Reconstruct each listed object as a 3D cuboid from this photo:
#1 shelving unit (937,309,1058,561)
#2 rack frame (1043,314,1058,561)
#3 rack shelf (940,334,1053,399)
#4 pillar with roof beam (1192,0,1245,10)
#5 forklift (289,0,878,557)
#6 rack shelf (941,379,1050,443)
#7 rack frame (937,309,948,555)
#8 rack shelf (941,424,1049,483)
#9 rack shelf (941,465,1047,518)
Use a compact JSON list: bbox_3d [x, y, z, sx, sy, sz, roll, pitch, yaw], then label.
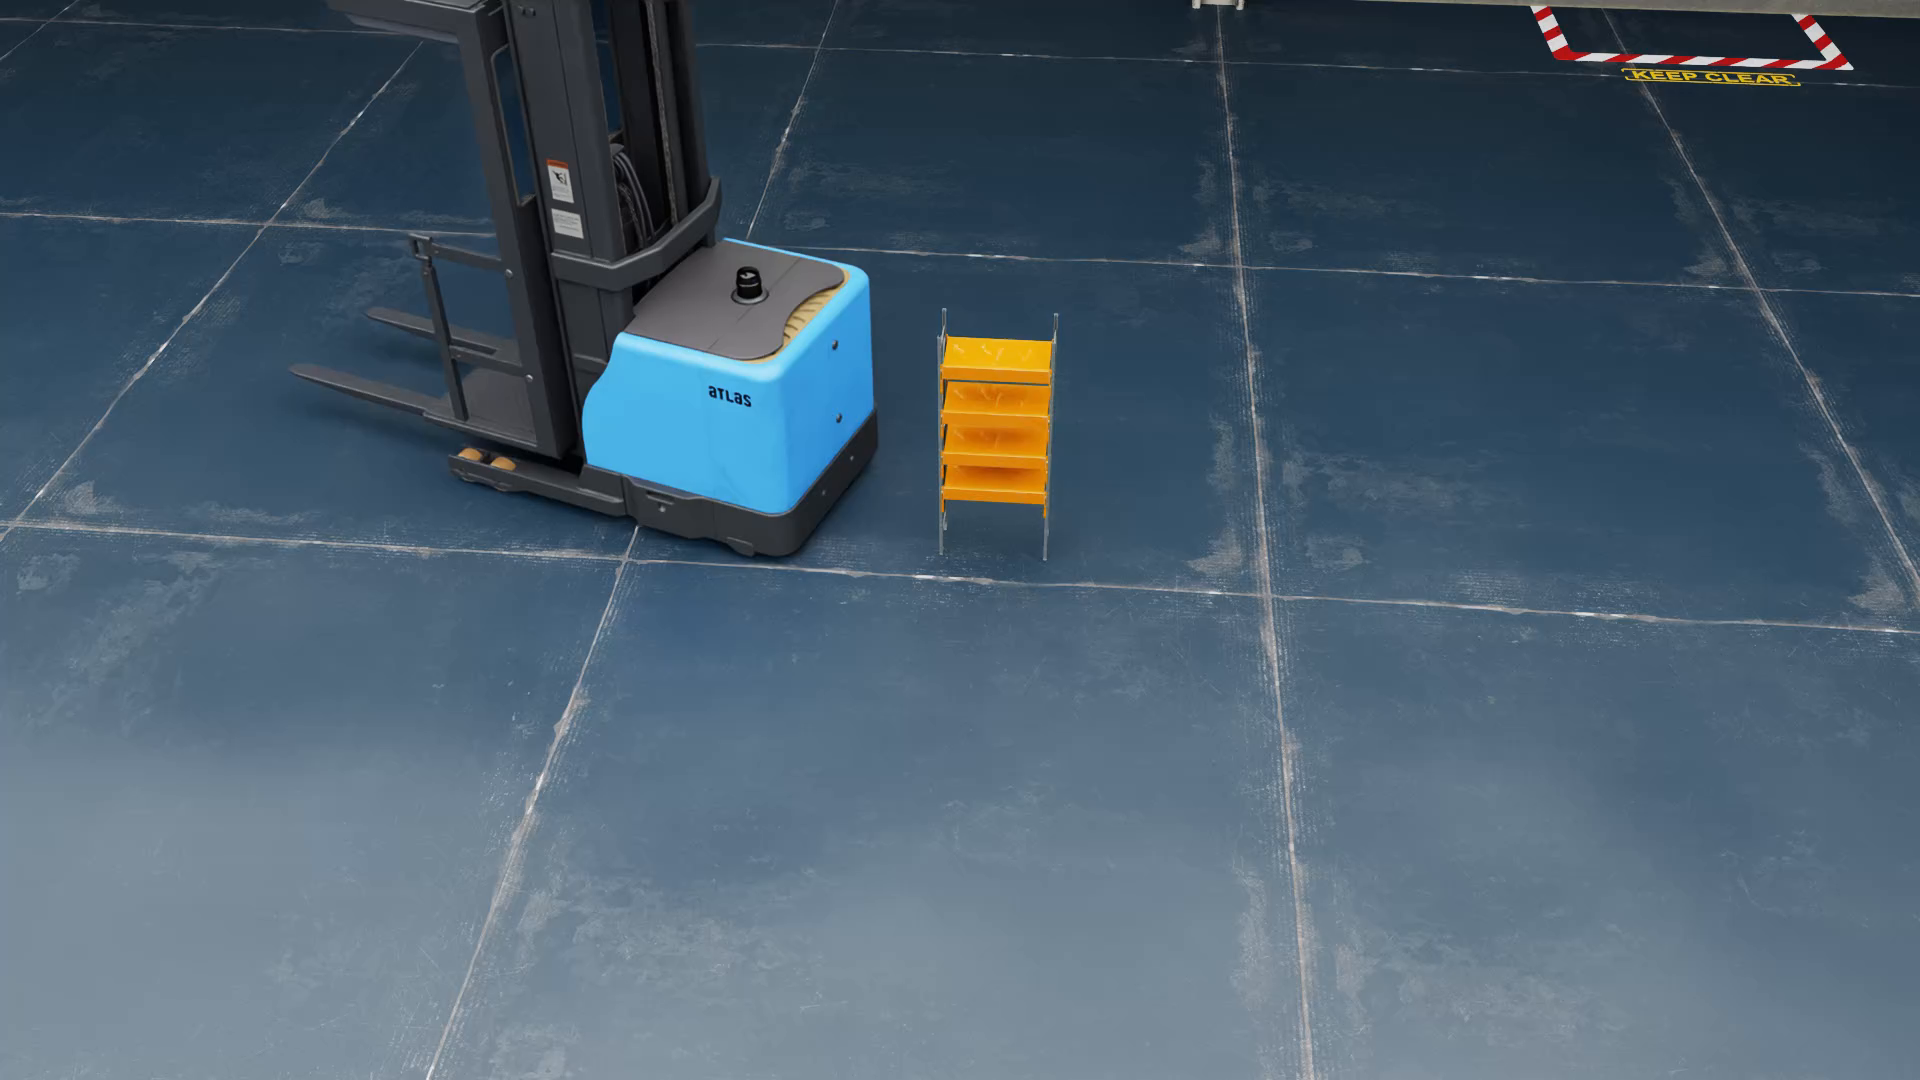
[{"bbox_3d":[0.165,-0.456,7.531,0.503,1.200,0.258,3,39,4],"label":"shelving unit"},{"bbox_3d":[0.408,-0.443,7.514,0.015,1.200,0.240,3,39,4],"label":"rack frame"},{"bbox_3d":[0.165,-0.761,7.283,0.480,0.148,0.258,3,39,4],"label":"rack shelf"},{"bbox_3d":[1.665,-5.045,6.990,0.400,9.000,9.100,3,39,4],"label":"pillar with roof beam"},{"bbox_3d":[-1.977,-1.666,7.646,3.031,2.935,1.130,15,42,18],"label":"forklift"},{"bbox_3d":[0.165,-0.578,7.432,0.480,0.148,0.258,3,39,4],"label":"rack shelf"},{"bbox_3d":[-0.078,-0.470,7.547,0.015,1.200,0.240,3,39,4],"label":"rack frame"},{"bbox_3d":[0.165,-0.404,7.573,0.480,0.148,0.258,3,39,4],"label":"rack shelf"},{"bbox_3d":[0.165,-0.250,7.698,0.480,0.148,0.258,3,39,4],"label":"rack shelf"}]
